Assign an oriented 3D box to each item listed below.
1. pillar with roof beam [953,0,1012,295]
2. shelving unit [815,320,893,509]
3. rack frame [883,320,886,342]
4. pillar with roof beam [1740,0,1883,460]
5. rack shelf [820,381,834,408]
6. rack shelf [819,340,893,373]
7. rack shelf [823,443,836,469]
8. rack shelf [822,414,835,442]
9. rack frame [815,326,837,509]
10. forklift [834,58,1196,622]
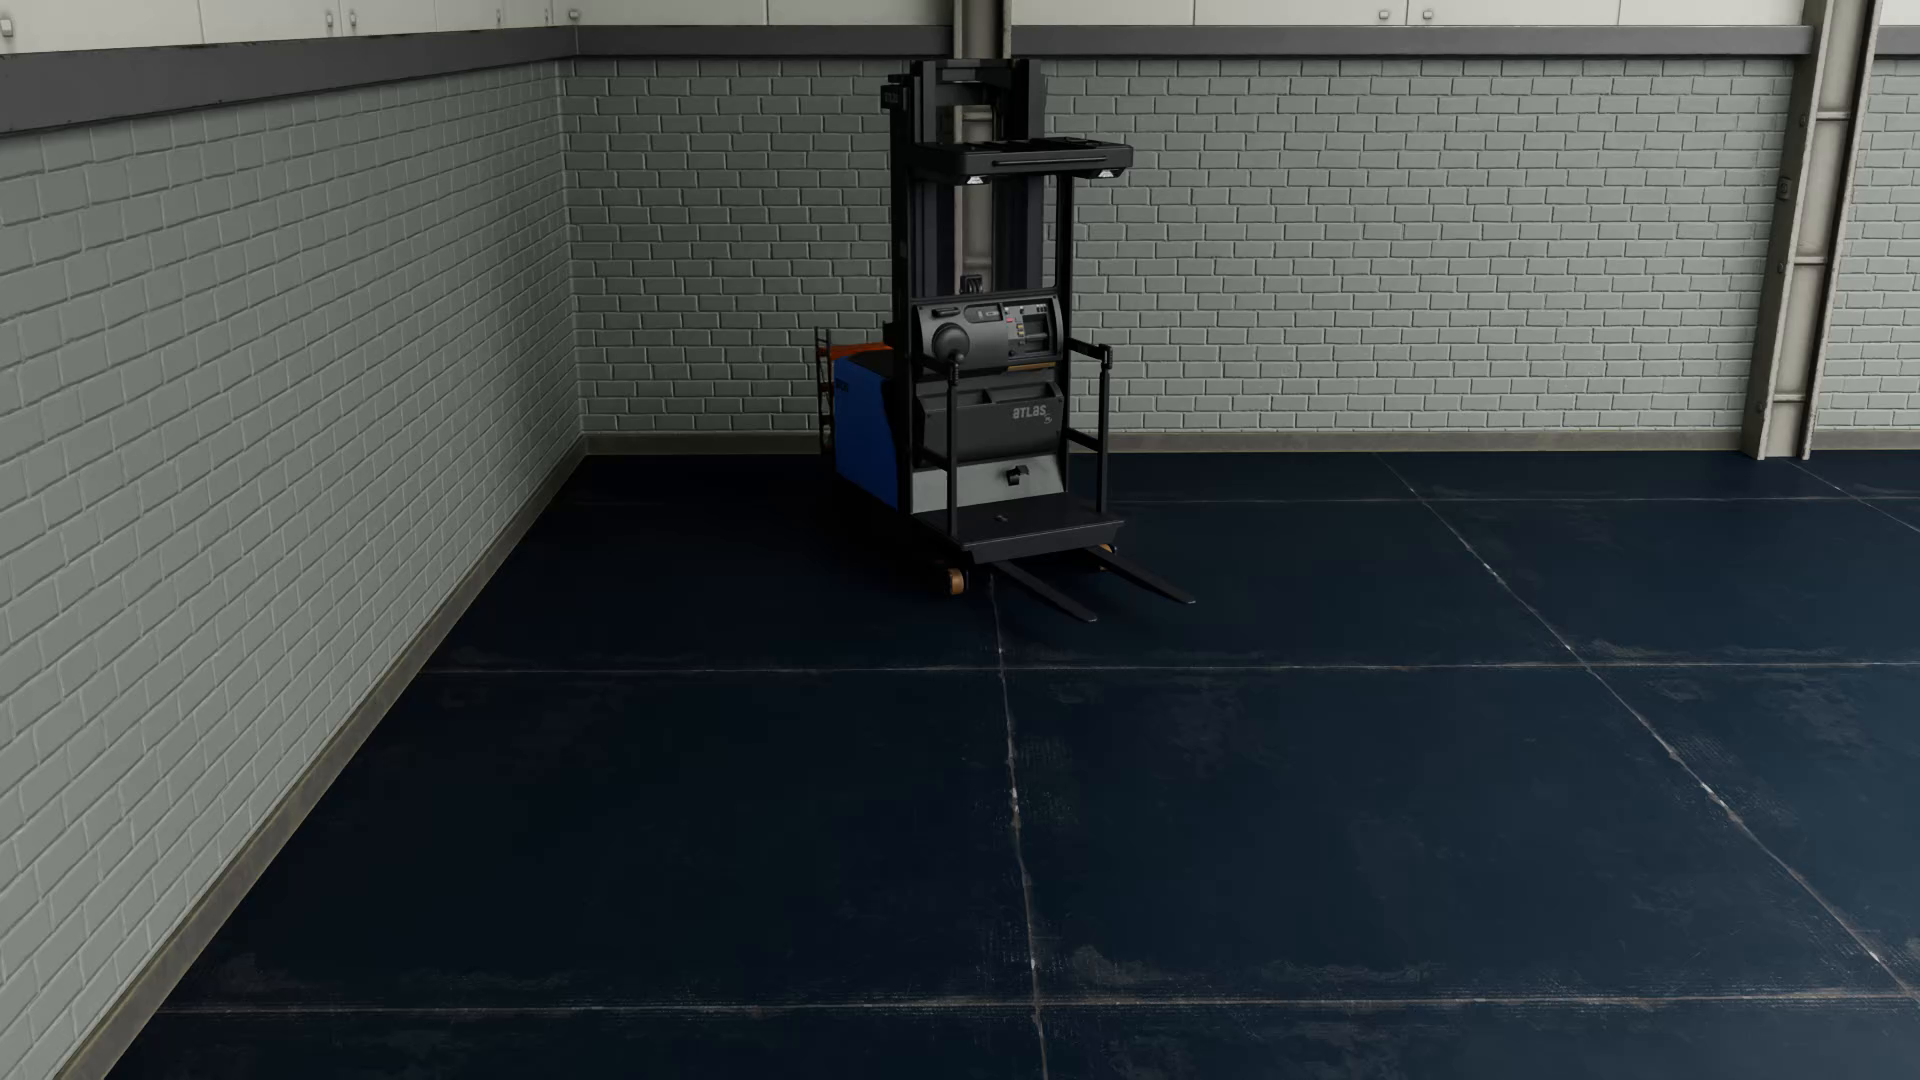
[{"bbox_3d":[0.218,-3.590,7.007,0.400,9.000,9.100,0,18,-1],"label":"pillar with roof beam"},{"bbox_3d":[-0.674,-0.847,11.199,0.503,1.200,0.258,-8,16,-24],"label":"shelving unit"},{"bbox_3d":[-0.453,-0.878,11.296,0.015,1.200,0.240,-8,16,-24],"label":"rack frame"},{"bbox_3d":[6.217,-3.619,7.097,0.400,9.000,9.100,0,18,-1],"label":"pillar with roof beam"},{"bbox_3d":[-0.678,-0.998,11.159,0.480,0.148,0.258,-8,16,-24],"label":"rack shelf"},{"bbox_3d":[-0.684,-1.227,11.100,0.480,0.148,0.258,-8,16,-24],"label":"rack shelf"},{"bbox_3d":[-0.667,-0.590,11.266,0.480,0.148,0.258,-8,16,-24],"label":"rack shelf"},{"bbox_3d":[-0.672,-0.782,11.216,0.480,0.148,0.258,-8,16,-24],"label":"rack shelf"},{"bbox_3d":[-0.895,-0.816,11.101,0.015,1.200,0.240,-8,16,-24],"label":"rack frame"},{"bbox_3d":[0.278,-1.225,9.569,1.130,2.935,3.031,-9,20,-25],"label":"forklift"}]
